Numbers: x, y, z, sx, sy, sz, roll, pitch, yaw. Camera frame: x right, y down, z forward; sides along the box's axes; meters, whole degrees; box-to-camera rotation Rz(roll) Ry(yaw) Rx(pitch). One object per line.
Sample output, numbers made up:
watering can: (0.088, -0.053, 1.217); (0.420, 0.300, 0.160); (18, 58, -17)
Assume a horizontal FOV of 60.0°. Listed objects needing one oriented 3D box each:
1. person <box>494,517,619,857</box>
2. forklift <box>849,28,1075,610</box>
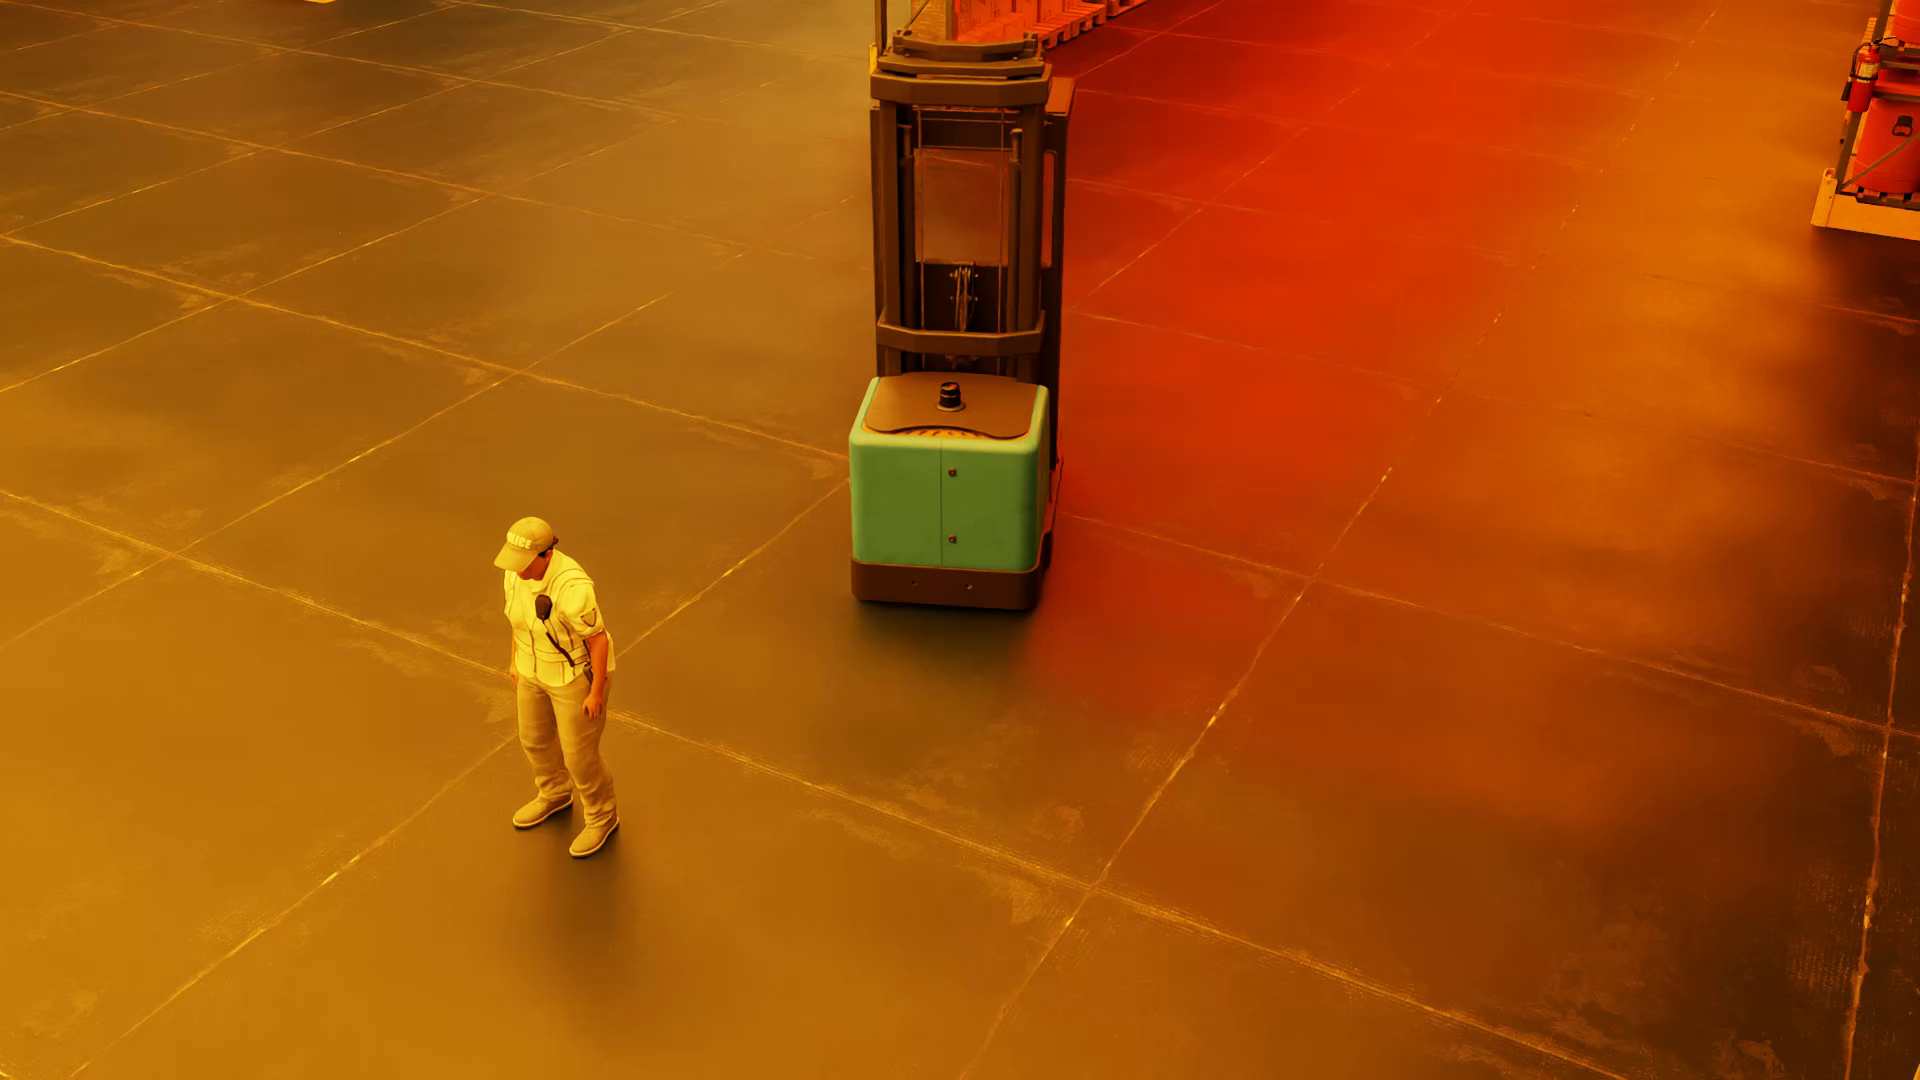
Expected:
person: (-1.779, 0.605, 7.292); (0.555, 1.665, 0.467); (17, 34, 27)
forklift: (0.078, -1.596, 9.837); (1.130, 2.935, 3.031); (3, 30, 6)
